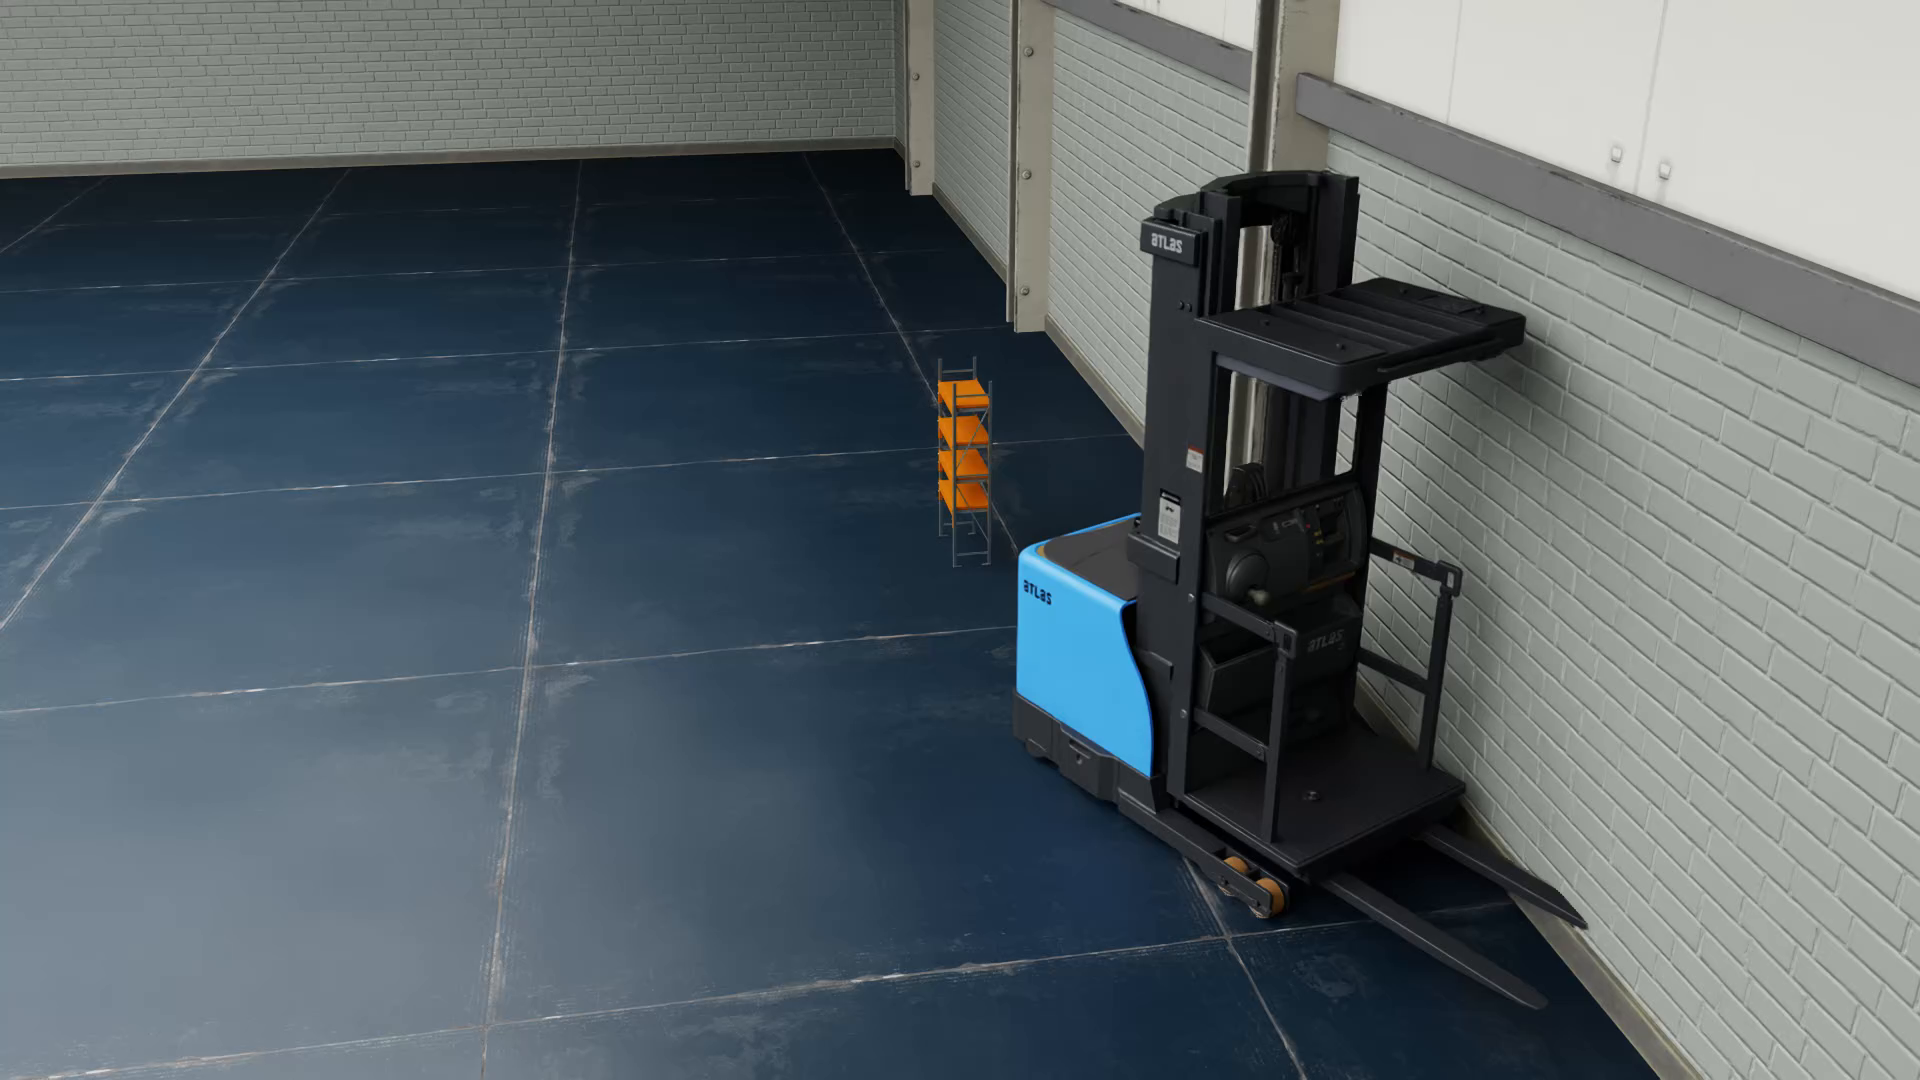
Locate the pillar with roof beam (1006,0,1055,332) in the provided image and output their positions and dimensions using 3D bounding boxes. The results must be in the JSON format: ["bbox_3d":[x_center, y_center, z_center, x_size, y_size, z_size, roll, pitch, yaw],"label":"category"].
[{"bbox_3d":[-3.615,-5.774,12.726,9.100,9.000,0.400,-4,24,-10],"label":"pillar with roof beam"}]

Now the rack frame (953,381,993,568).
[{"bbox_3d":[0.076,-0.389,10.141,0.240,1.200,0.015,-4,24,-10],"label":"rack frame"}]

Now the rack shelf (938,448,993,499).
[{"bbox_3d":[0.031,-0.423,10.388,0.258,0.148,0.480,-4,24,-10],"label":"rack shelf"}]

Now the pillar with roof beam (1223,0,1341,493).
[{"bbox_3d":[-2.506,-3.414,7.323,9.100,9.000,0.400,-4,24,-10],"label":"pillar with roof beam"}]

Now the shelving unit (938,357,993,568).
[{"bbox_3d":[0.031,-0.485,10.361,0.258,1.200,0.503,-4,24,-10],"label":"shelving unit"}]

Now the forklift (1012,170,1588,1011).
[{"bbox_3d":[1.536,0.042,6.991,1.130,2.935,3.031,-16,28,-33],"label":"forklift"}]

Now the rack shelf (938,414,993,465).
[{"bbox_3d":[0.031,-0.628,10.298,0.258,0.148,0.480,-4,24,-10],"label":"rack shelf"}]

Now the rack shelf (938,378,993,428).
[{"bbox_3d":[0.031,-0.845,10.204,0.258,0.148,0.480,-4,24,-10],"label":"rack shelf"}]

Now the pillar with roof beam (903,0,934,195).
[{"bbox_3d":[-4.725,-8.134,18.130,9.100,9.000,0.400,-4,24,-10],"label":"pillar with roof beam"}]

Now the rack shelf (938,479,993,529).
[{"bbox_3d":[0.031,-0.241,10.467,0.258,0.148,0.480,-4,24,-10],"label":"rack shelf"}]

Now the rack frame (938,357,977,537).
[{"bbox_3d":[-0.015,-0.581,10.581,0.240,1.200,0.015,-4,24,-10],"label":"rack frame"}]
